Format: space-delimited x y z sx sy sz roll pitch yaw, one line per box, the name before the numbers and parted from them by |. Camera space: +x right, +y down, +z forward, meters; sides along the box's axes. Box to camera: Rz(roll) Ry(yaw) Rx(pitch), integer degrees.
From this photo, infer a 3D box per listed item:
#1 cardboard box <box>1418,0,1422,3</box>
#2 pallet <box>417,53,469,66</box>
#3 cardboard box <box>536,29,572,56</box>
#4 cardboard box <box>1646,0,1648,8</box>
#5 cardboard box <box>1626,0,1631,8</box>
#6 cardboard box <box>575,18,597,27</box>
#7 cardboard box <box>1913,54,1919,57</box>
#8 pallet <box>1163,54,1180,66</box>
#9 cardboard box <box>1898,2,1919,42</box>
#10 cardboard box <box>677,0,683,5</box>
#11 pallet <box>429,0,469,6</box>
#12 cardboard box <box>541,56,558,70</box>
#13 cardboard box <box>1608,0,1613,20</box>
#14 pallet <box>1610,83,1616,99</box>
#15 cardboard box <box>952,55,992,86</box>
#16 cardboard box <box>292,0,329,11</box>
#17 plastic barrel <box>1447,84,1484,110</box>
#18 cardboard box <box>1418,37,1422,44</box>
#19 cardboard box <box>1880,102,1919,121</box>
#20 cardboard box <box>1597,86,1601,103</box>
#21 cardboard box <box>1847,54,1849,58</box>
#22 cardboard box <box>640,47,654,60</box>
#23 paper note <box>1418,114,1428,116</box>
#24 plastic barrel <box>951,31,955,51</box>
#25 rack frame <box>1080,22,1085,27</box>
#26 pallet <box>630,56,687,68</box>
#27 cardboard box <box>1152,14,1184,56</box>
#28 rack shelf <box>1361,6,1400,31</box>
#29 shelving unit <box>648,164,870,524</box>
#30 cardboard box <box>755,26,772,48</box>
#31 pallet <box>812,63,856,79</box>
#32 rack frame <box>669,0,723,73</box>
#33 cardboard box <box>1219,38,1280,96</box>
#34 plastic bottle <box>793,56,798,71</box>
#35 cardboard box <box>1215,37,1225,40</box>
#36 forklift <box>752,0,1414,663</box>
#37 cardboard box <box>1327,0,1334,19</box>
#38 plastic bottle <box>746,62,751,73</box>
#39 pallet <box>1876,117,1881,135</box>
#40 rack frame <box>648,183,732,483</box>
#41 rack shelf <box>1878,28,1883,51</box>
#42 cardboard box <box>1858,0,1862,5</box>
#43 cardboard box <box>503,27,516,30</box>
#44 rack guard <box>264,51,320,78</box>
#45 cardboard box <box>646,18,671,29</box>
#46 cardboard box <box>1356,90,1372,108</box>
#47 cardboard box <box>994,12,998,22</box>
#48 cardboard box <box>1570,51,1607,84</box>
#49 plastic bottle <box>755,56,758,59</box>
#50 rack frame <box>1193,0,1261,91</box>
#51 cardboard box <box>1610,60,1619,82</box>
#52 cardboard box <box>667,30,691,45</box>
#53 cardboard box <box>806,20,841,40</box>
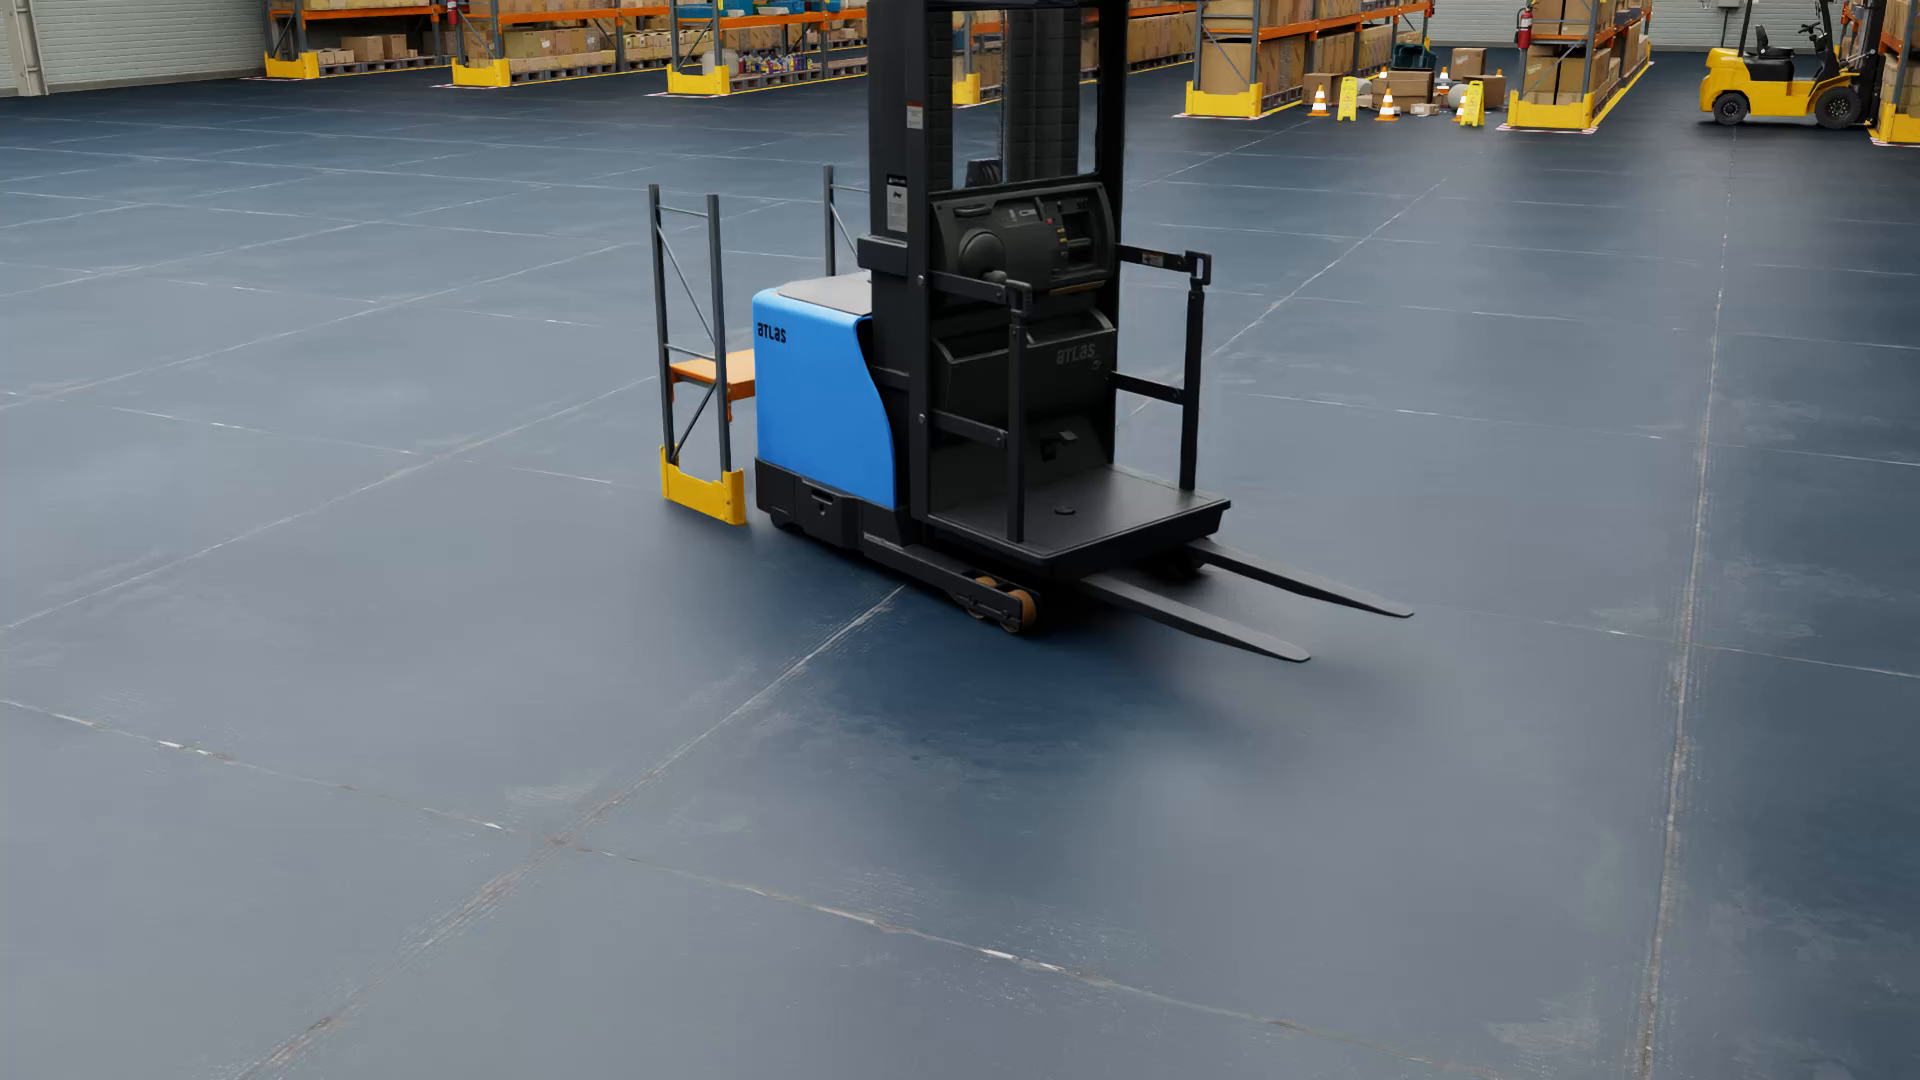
cardboard box | 10.578 -12.627 38.872 0.380 0.149 0.250 9 22 24
pallet | -11.875 -11.121 38.424 1.003 0.211 1.213 9 21 23
cardboard box | -8.271 -10.142 33.869 0.500 0.500 0.500 9 21 23
cardboard box | 14.532 -11.702 35.748 0.500 0.500 0.500 9 21 23
cardboard box | 11.807 -9.630 29.820 0.380 0.149 0.250 9 21 24
cardboard box | -9.769 -13.078 42.347 0.750 0.750 0.750 8 21 22
cardboard box | 14.910 -7.314 25.543 0.500 0.250 0.500 9 21 24
pallet | 4.393 -11.043 38.205 1.003 0.211 1.213 9 21 23
cardboard box | 13.259 -7.129 22.887 0.500 0.500 0.500 8 21 21
cardboard box | -6.505 -12.225 37.741 0.380 0.149 0.250 10 22 27
pallet | -11.747 -12.320 37.920 1.003 0.211 1.213 9 21 23
cardboard box | -8.481 -9.637 33.567 0.500 0.250 0.500 9 21 23
cardboard box | 10.037 -8.497 26.293 0.500 0.500 0.500 9 22 24
pallet | 11.221 -8.096 29.920 1.003 0.211 1.213 9 21 23
cardboard box | 0.211 -8.331 29.521 0.500 0.500 0.500 15 25 37
cardboard box | -13.341 -11.018 34.167 0.500 0.250 0.500 8 21 21
plastic barrel | 8.232 -7.200 27.083 0.421 0.421 0.512 -9 22 -24
cardboard box | 10.806 -11.909 39.662 0.380 0.149 0.250 8 21 21
cardboard box | 13.202 -5.984 23.296 0.500 0.250 0.500 9 21 23
cardboard box | 9.778 -7.009 26.179 0.500 0.250 0.500 10 22 26
cardboard box | 18.318 -9.793 33.982 0.396 0.266 0.258 9 22 25
cardboard box | -7.070 -10.666 36.459 0.500 0.250 0.500 9 22 24
paper note | 7.338 -6.738 26.370 0.148 0.019 0.142 1 20 4
plastic barrel | -0.407 -12.111 39.553 0.600 0.901 0.708 9 21 23
rack frame | 3.002 -11.380 34.992 1.000 3.000 0.127 9 21 23
pallet | -6.907 -10.809 37.547 1.003 0.211 1.213 9 21 23
cardboard box | 4.396 -11.601 38.158 1.225 0.875 0.875 9 21 23
rack shelf | 8.305 -10.941 34.831 1.077 0.370 4.000 9 21 23
shelving unit | -0.856 -0.971 7.961 1.083 1.500 0.587 -18 26 -40
cardboard box | -4.958 -12.344 40.775 0.500 0.500 0.500 8 21 21
pallet | -2.868 -9.769 34.622 1.003 0.211 1.213 9 21 23
rack frame | -4.792 -9.614 30.026 1.000 3.000 0.127 9 21 23
cardboard box | 4.786 -7.906 27.766 0.875 0.875 0.875 8 21 22
plastic bottle | -3.262 -9.414 32.860 0.061 0.283 0.133 10 22 26
cardboard box | 6.089 -12.816 41.573 0.875 0.875 0.875 9 21 23
forklift | 0.408 -1.212 6.504 1.130 2.935 3.031 -16 25 -38
cardboard box | 6.515 -9.771 30.319 0.500 0.500 0.500 9 21 23
plastic bottle | -4.134 -9.229 32.462 0.097 0.201 0.097 0 20 0
pallet | 13.572 -5.821 23.521 1.003 0.211 1.213 9 21 23
rack frame | -1.231 -0.852 7.626 0.032 1.500 0.500 -18 26 -40
rack shelf | 15.754 -8.390 27.658 1.077 0.370 4.000 9 21 23
cardboard box | 17.276 -10.293 31.158 0.700 0.500 0.500 8 21 22
cardboard box | -11.119 -12.080 40.033 0.700 0.500 0.500 9 21 23
rack guard | -13.799 -9.819 34.333 1.175 0.500 0.348 9 21 23
cardboard box | -8.308 -14.030 45.546 0.700 0.500 0.500 8 21 22
cardboard box | 6.824 -7.380 27.823 0.396 0.266 0.258 13 23 32
cardboard box | 0.489 -9.174 29.162 0.380 0.149 0.250 9 21 23
cardboard box | 9.993 -7.524 26.506 0.500 0.500 0.500 10 22 26
plastic bottle | -4.046 -9.472 33.024 0.061 0.283 0.133 10 22 25
rack frame | 4.210 -8.223 26.115 1.000 3.000 0.127 9 21 23
cardboard box | 11.508 -8.582 30.419 0.950 0.372 0.625 8 21 22
cardboard box | -6.440 -11.400 37.686 0.500 0.311 0.500 8 21 22
cardboard box | -3.631 -13.569 44.217 0.797 0.503 0.637 9 21 23
